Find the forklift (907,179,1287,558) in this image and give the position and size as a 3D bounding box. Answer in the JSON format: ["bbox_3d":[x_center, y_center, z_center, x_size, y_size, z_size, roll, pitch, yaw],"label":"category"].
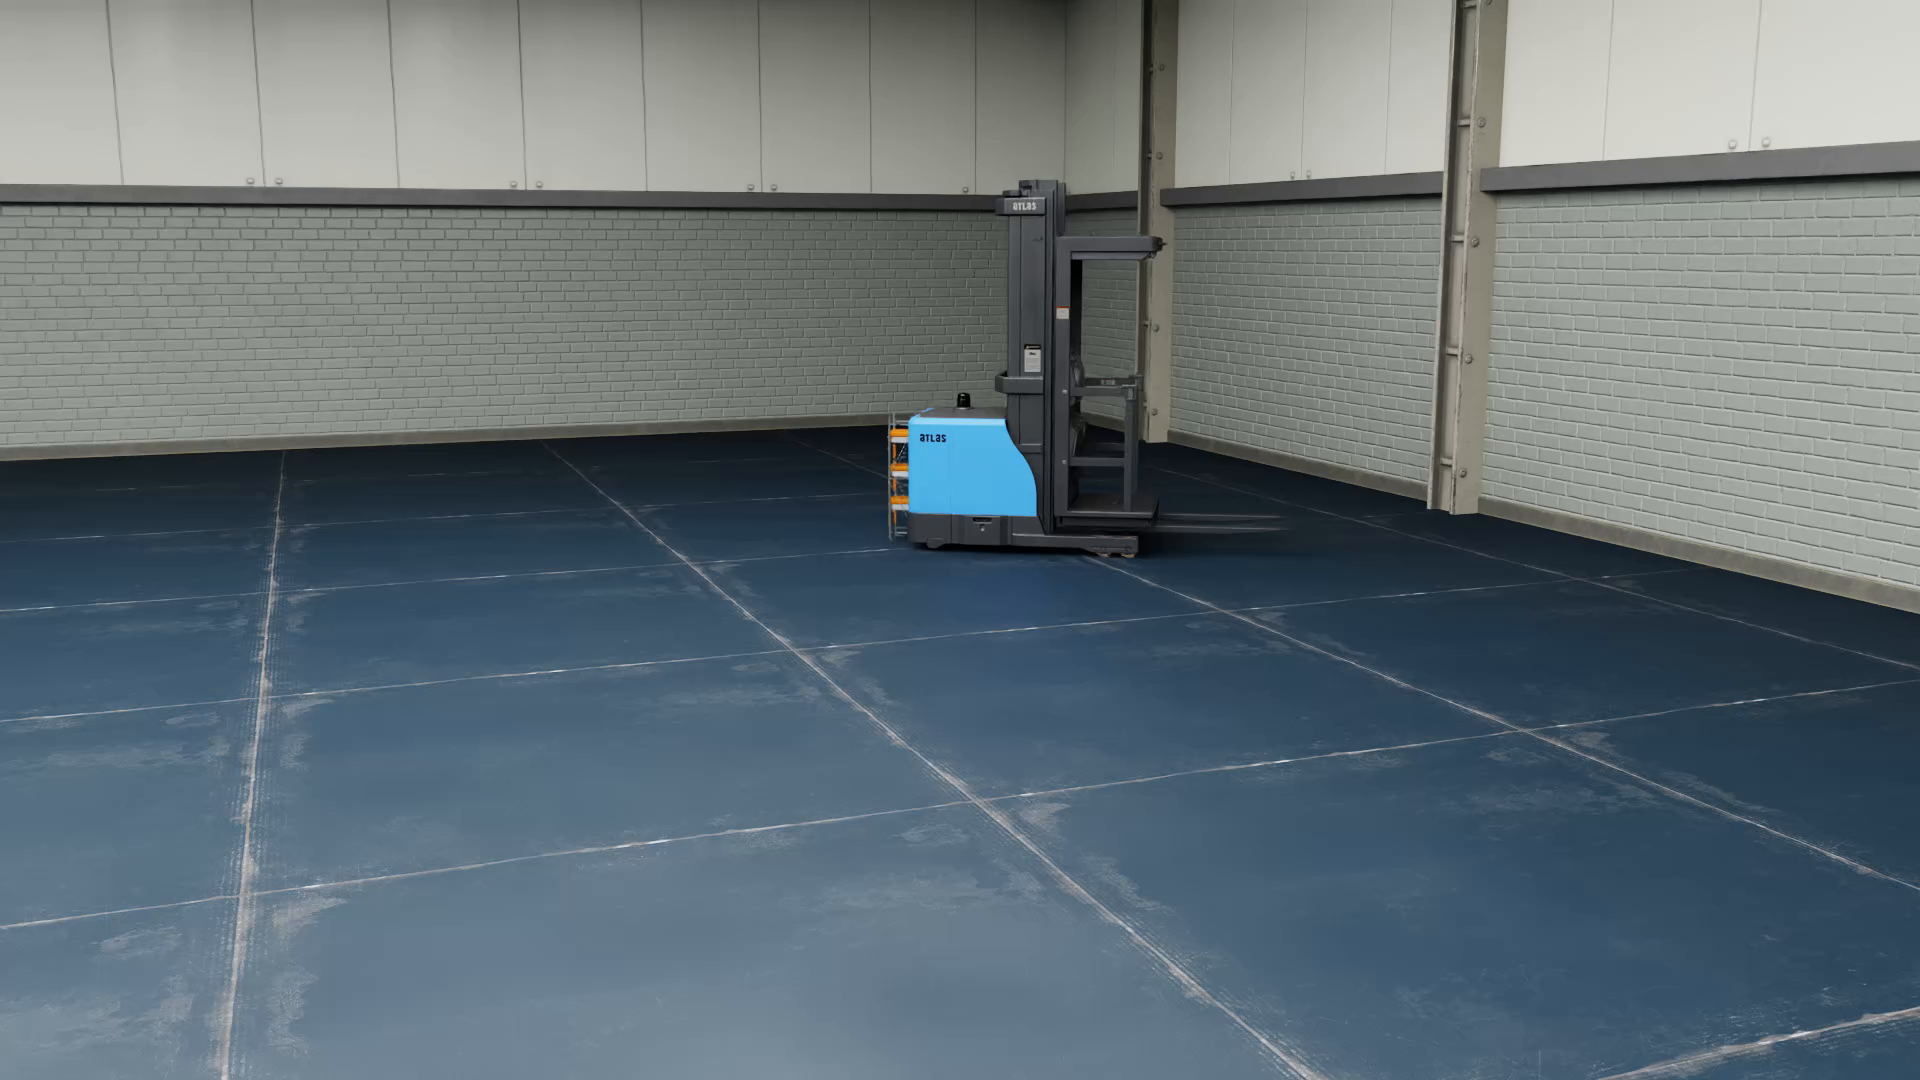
[{"bbox_3d":[1.133,-1.403,13.438,3.031,2.935,1.130,2,10,9],"label":"forklift"}]

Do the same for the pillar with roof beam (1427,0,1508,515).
[{"bbox_3d":[0.574,-4.431,13.137,9.100,9.000,0.400,-4,11,-21],"label":"pillar with roof beam"}]

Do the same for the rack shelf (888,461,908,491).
[{"bbox_3d":[-0.475,-0.518,13.896,0.215,0.259,0.240,1,10,8],"label":"rack shelf"}]

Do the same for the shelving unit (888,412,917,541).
[{"bbox_3d":[-0.475,-0.529,13.895,0.215,1.050,0.252,1,10,8],"label":"shelving unit"}]

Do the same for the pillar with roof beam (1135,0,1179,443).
[{"bbox_3d":[-1.600,-5.411,18.643,9.100,9.000,0.400,-4,11,-21],"label":"pillar with roof beam"}]

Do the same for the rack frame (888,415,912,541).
[{"bbox_3d":[-0.492,-0.508,13.776,0.200,1.050,0.008,1,10,8],"label":"rack frame"}]

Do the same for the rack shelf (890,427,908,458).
[{"bbox_3d":[-0.475,-0.798,13.847,0.215,0.259,0.240,1,10,8],"label":"rack shelf"}]

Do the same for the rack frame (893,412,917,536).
[{"bbox_3d":[-0.458,-0.550,14.013,0.200,1.050,0.008,1,10,8],"label":"rack frame"}]

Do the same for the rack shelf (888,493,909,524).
[{"bbox_3d":[-0.475,-0.245,13.945,0.215,0.259,0.240,1,10,8],"label":"rack shelf"}]
